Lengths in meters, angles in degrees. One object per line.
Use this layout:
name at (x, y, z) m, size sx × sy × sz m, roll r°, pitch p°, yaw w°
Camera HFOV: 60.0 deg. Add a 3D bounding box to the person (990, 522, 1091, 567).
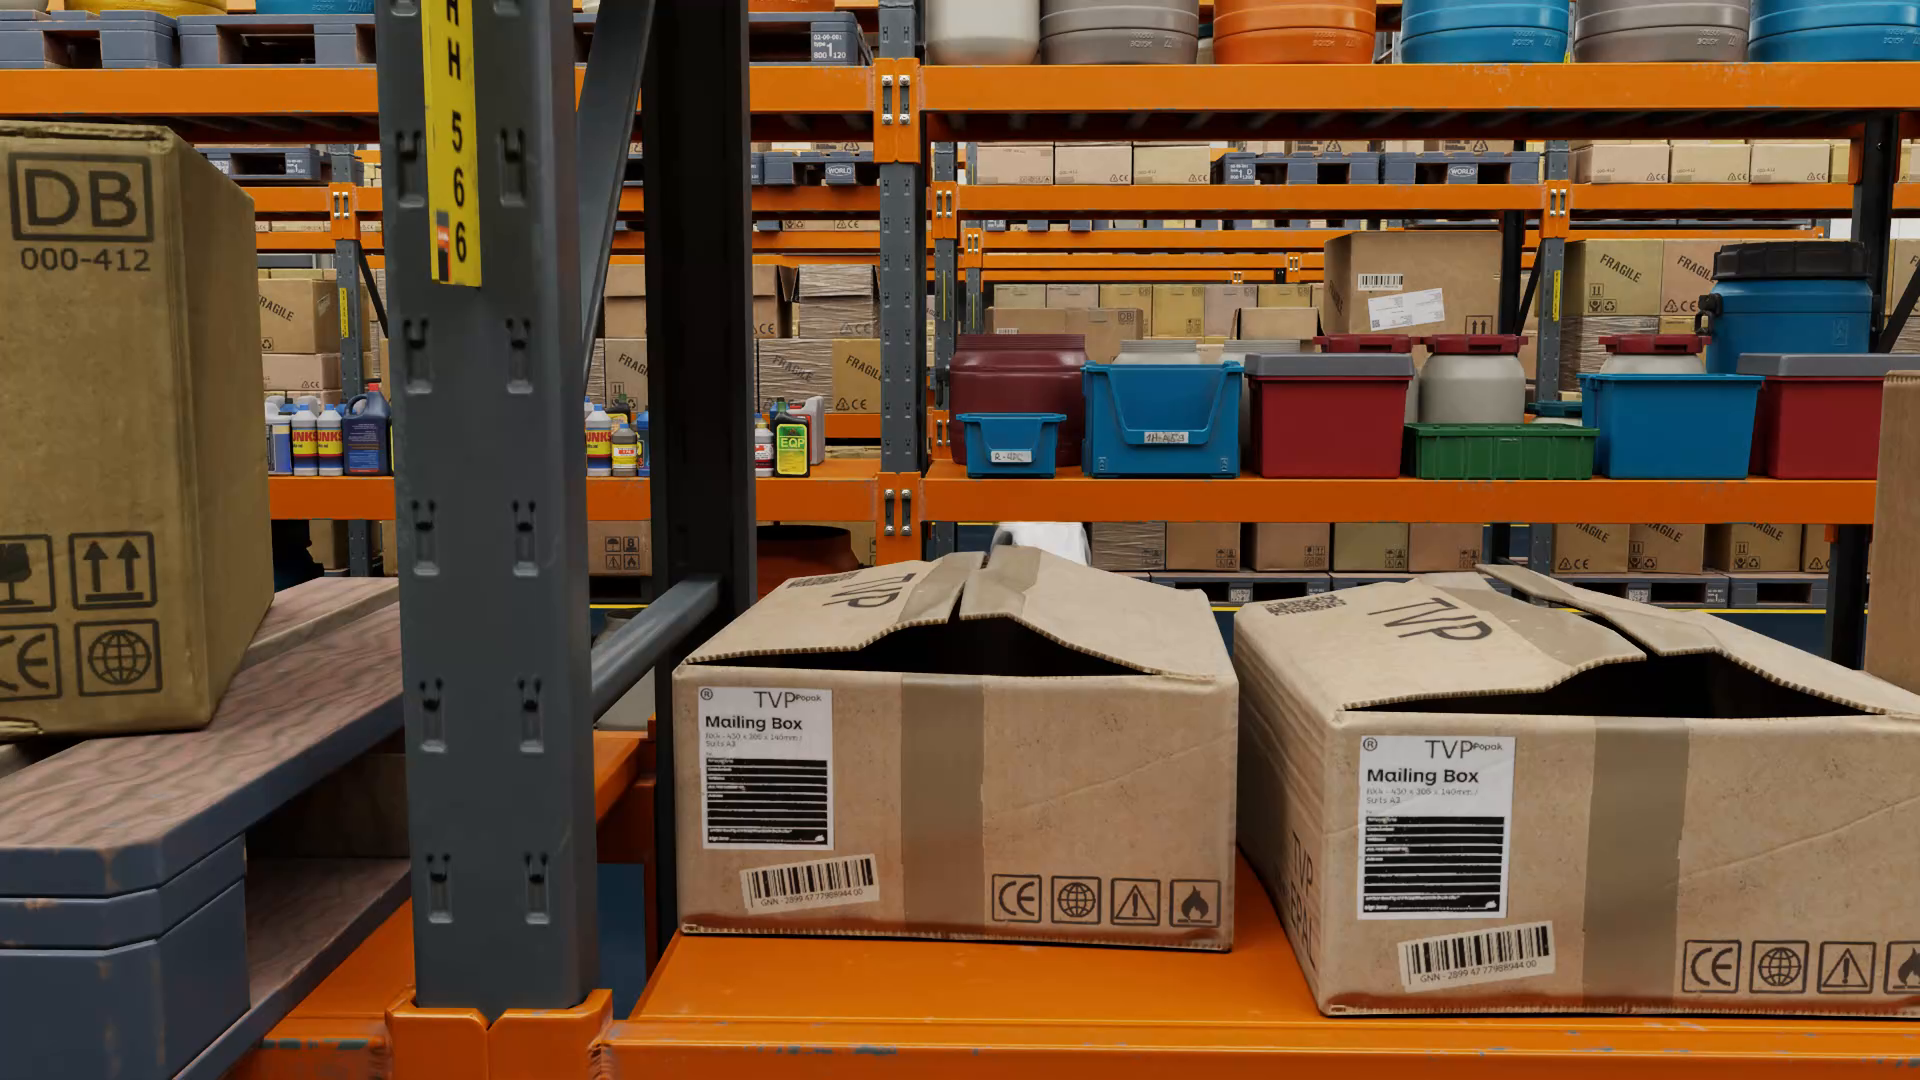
person at (0.450, 0.237, 8.963) m, size 0.575 × 1.004 × 0.881 m, roll 0°, pitch 7°, yaw 1°
